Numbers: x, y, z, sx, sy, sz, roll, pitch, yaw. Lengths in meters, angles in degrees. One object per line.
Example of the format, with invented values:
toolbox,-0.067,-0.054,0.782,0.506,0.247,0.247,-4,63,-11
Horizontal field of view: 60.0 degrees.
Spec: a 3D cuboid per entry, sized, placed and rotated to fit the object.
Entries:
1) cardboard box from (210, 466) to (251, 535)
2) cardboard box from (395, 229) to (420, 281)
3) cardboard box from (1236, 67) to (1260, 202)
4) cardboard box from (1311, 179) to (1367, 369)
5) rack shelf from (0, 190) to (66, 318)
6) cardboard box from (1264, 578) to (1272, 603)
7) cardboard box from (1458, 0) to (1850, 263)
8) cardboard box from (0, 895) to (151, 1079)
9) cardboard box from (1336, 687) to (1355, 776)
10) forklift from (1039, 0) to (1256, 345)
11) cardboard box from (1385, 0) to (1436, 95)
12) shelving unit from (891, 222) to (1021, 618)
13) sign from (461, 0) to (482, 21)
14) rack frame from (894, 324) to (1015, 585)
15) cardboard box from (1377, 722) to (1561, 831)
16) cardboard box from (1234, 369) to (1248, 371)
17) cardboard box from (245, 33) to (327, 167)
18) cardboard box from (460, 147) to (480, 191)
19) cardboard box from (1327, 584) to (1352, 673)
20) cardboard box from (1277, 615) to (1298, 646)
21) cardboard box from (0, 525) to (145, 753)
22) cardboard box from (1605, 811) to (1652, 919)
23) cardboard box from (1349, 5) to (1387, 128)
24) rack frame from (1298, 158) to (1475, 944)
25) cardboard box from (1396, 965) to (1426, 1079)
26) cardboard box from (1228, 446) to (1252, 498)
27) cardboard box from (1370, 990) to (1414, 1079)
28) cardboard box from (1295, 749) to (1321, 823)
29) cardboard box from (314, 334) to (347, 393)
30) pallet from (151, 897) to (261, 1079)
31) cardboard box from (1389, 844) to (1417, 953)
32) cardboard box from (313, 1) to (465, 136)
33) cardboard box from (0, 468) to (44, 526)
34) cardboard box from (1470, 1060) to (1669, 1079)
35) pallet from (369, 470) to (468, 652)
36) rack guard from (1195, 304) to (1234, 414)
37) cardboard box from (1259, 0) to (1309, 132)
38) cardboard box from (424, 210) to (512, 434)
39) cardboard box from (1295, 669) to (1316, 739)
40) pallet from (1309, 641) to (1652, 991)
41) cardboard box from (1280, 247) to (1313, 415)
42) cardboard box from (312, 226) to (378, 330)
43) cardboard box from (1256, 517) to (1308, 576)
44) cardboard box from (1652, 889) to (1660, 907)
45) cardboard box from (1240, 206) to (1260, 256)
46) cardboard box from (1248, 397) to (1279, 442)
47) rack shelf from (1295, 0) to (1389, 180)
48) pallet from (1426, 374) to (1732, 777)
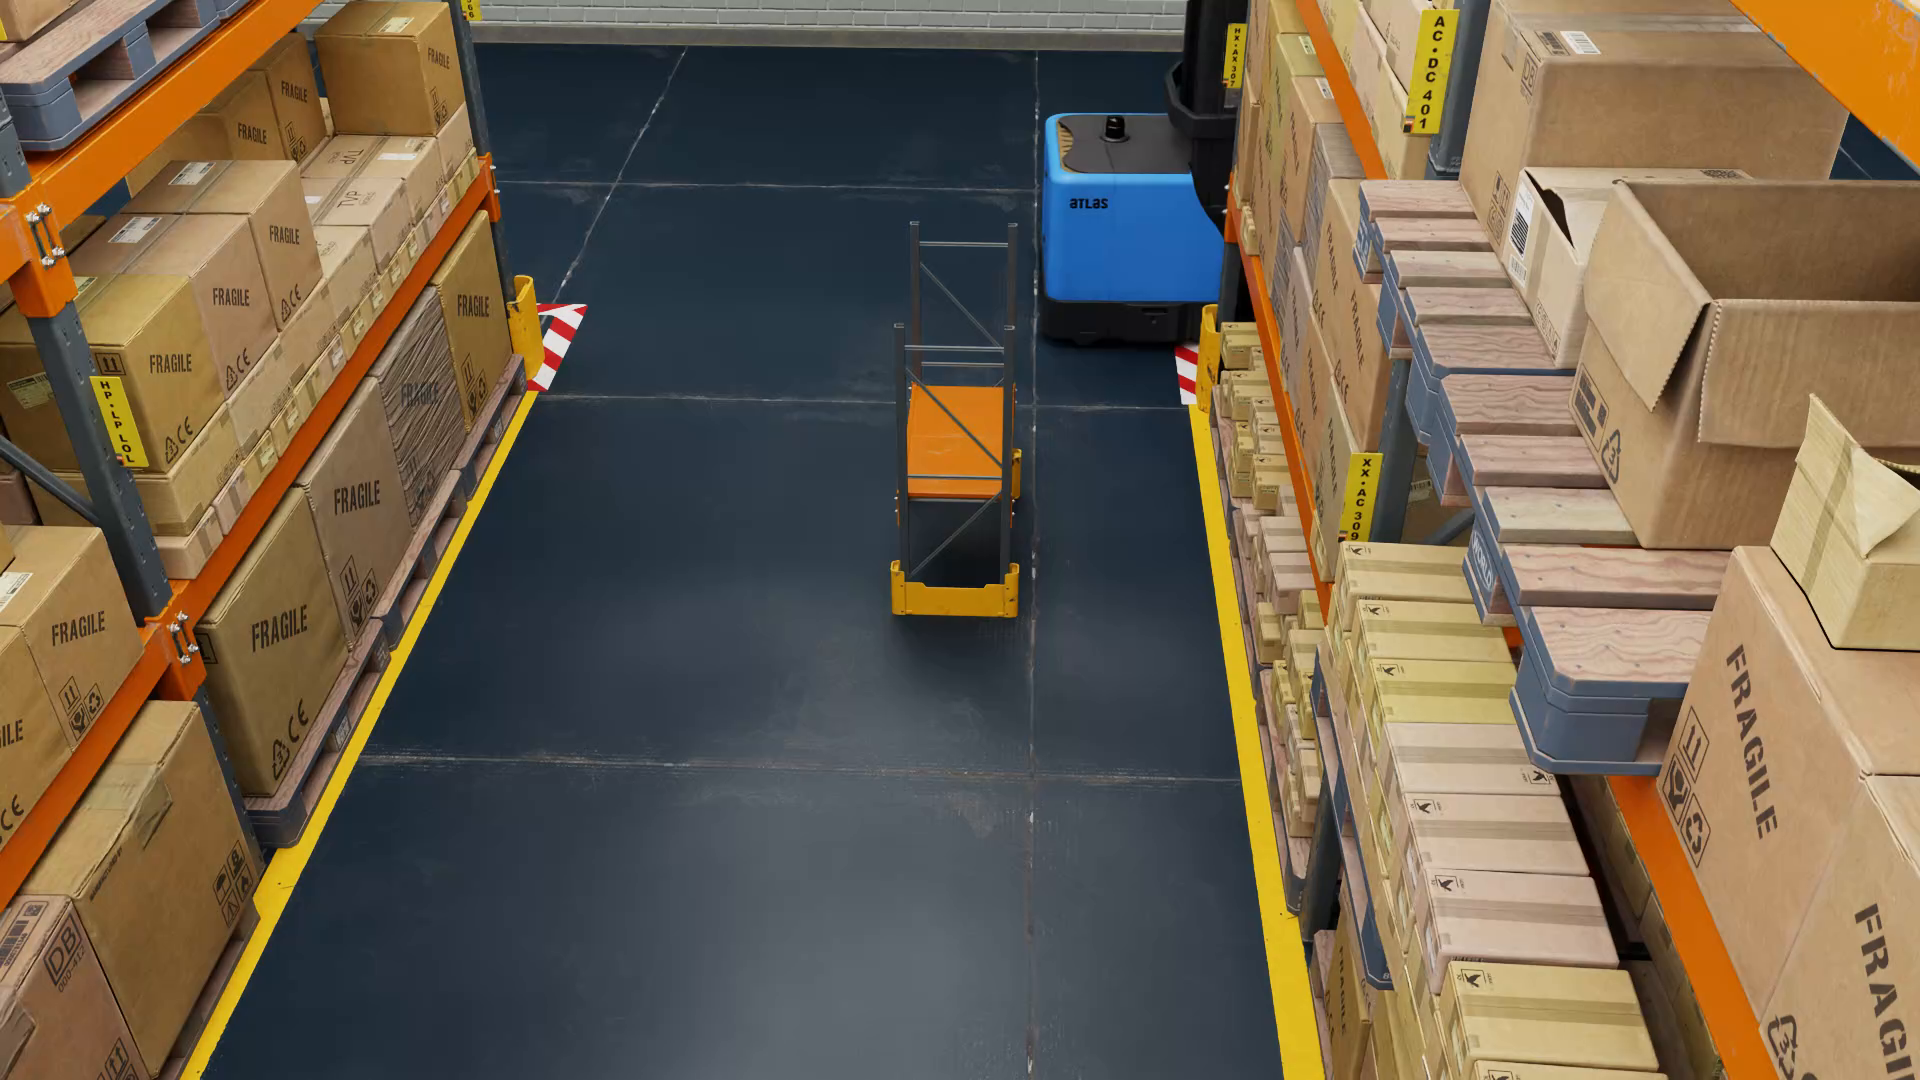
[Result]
cardboard box,-2.834,-0.146,6.067,0.380,0.149,0.250,0,35,0
cardboard box,-2.752,-1.332,7.755,0.380,0.149,0.250,1,35,1
cardboard box,1.630,-1.972,8.101,0.500,0.500,0.500,3,35,4
cardboard box,1.528,-0.908,5.718,0.500,0.500,0.500,0,35,0
rack shelf,-3.269,0.281,3.259,1.077,0.370,4.000,1,35,2
cardboard box,1.558,0.256,7.392,0.380,0.149,0.250,2,35,3
cardboard box,1.639,-0.987,3.985,0.700,0.500,0.500,1,35,2
cardboard box,-3.229,1.644,4.785,1.225,0.875,0.875,0,35,0
cardboard box,1.283,0.543,4.721,0.380,0.149,0.250,2,35,3
forklift,2.014,-2.626,9.437,3.031,2.935,1.130,0,35,0
cardboard box,1.528,-1.404,4.726,0.500,0.250,0.500,0,35,0
shelving unit,-0.003,-0.570,7.756,0.587,1.500,1.083,1,35,2
sign,-2.486,-2.784,8.389,0.100,0.325,0.005,1,35,2
rack frame,-0.024,-0.273,7.333,0.500,1.500,0.032,1,35,2
cardboard box,1.258,0.591,4.136,0.380,0.149,0.250,1,35,1
cardboard box,1.647,-0.893,8.767,0.380,0.149,0.250,3,35,4
cardboard box,-3.337,-2.044,7.769,0.500,0.500,0.500,1,35,1
cardboard box,-2.713,-1.918,8.590,0.380,0.149,0.250,2,35,3
cardboard box,1.288,0.262,4.863,0.380,0.149,0.250,2,35,3
cardboard box,1.549,0.323,7.037,0.380,0.149,0.250,2,35,3
cardboard box,-2.934,0.299,5.129,0.500,0.500,0.500,1,35,2
cardboard box,1.913,0.837,4.303,0.380,0.149,0.250,0,35,-1
cardboard box,1.545,-1.503,5.302,0.500,0.250,0.500,1,35,2
rack frame,1.764,0.237,5.304,1.000,3.000,0.127,1,35,2
cardboard box,1.241,1.134,3.881,0.380,0.149,0.250,1,35,1
cardboard box,1.532,-0.333,8.229,0.380,0.149,0.250,2,35,2
cardboard box,1.451,1.506,4.655,0.500,0.250,0.500,2,35,3
cardboard box,1.459,0.922,6.185,0.380,0.149,0.250,2,35,3
cardboard box,-2.792,-0.739,6.912,0.380,0.149,0.250,2,35,2
pallet,-3.144,1.651,5.718,1.003,0.211,1.213,1,35,2
cardboard box,1.251,0.864,4.007,0.380,0.149,0.250,3,35,4
cardboard box,-2.785,-2.315,8.154,0.500,0.500,0.500,2,35,2
cardboard box,-3.433,-0.255,5.876,0.500,0.250,0.500,1,35,1
cardboard box,1.219,1.188,3.287,0.380,0.149,0.250,3,35,4
pallet,-3.033,0.068,7.970,1.003,0.211,1.213,1,35,2
rack guard,1.921,-0.994,9.230,1.175,0.500,0.348,1,35,2
cardboard box,1.627,-2.091,7.401,0.500,0.500,0.500,2,35,3
cardboard box,-2.973,-1.166,8.784,0.875,0.875,0.875,1,35,2
cardboard box,1.488,0.630,6.341,0.380,0.149,0.250,2,35,2
pallet,1.588,0.752,4.739,1.003,0.211,1.213,1,35,2
cardboard box,1.544,-0.794,6.425,0.500,0.500,0.500,1,35,2
cardboard box,-2.840,-1.126,7.115,0.500,0.250,0.500,1,35,2
cardboard box,1.497,0.027,7.200,0.380,0.149,0.250,0,35,0
cardboard box,1.904,0.880,3.983,0.380,0.149,0.250,0,35,-1
cardboard box,1.551,-1.479,7.964,0.380,0.149,0.250,0,35,1
cardboard box,1.608,-0.569,8.048,0.380,0.149,0.250,0,35,0
rack shelf,1.844,-1.845,6.283,1.077,0.370,4.000,1,35,2
pallet,1.594,0.035,3.146,1.213,0.211,1.003,1,35,2
